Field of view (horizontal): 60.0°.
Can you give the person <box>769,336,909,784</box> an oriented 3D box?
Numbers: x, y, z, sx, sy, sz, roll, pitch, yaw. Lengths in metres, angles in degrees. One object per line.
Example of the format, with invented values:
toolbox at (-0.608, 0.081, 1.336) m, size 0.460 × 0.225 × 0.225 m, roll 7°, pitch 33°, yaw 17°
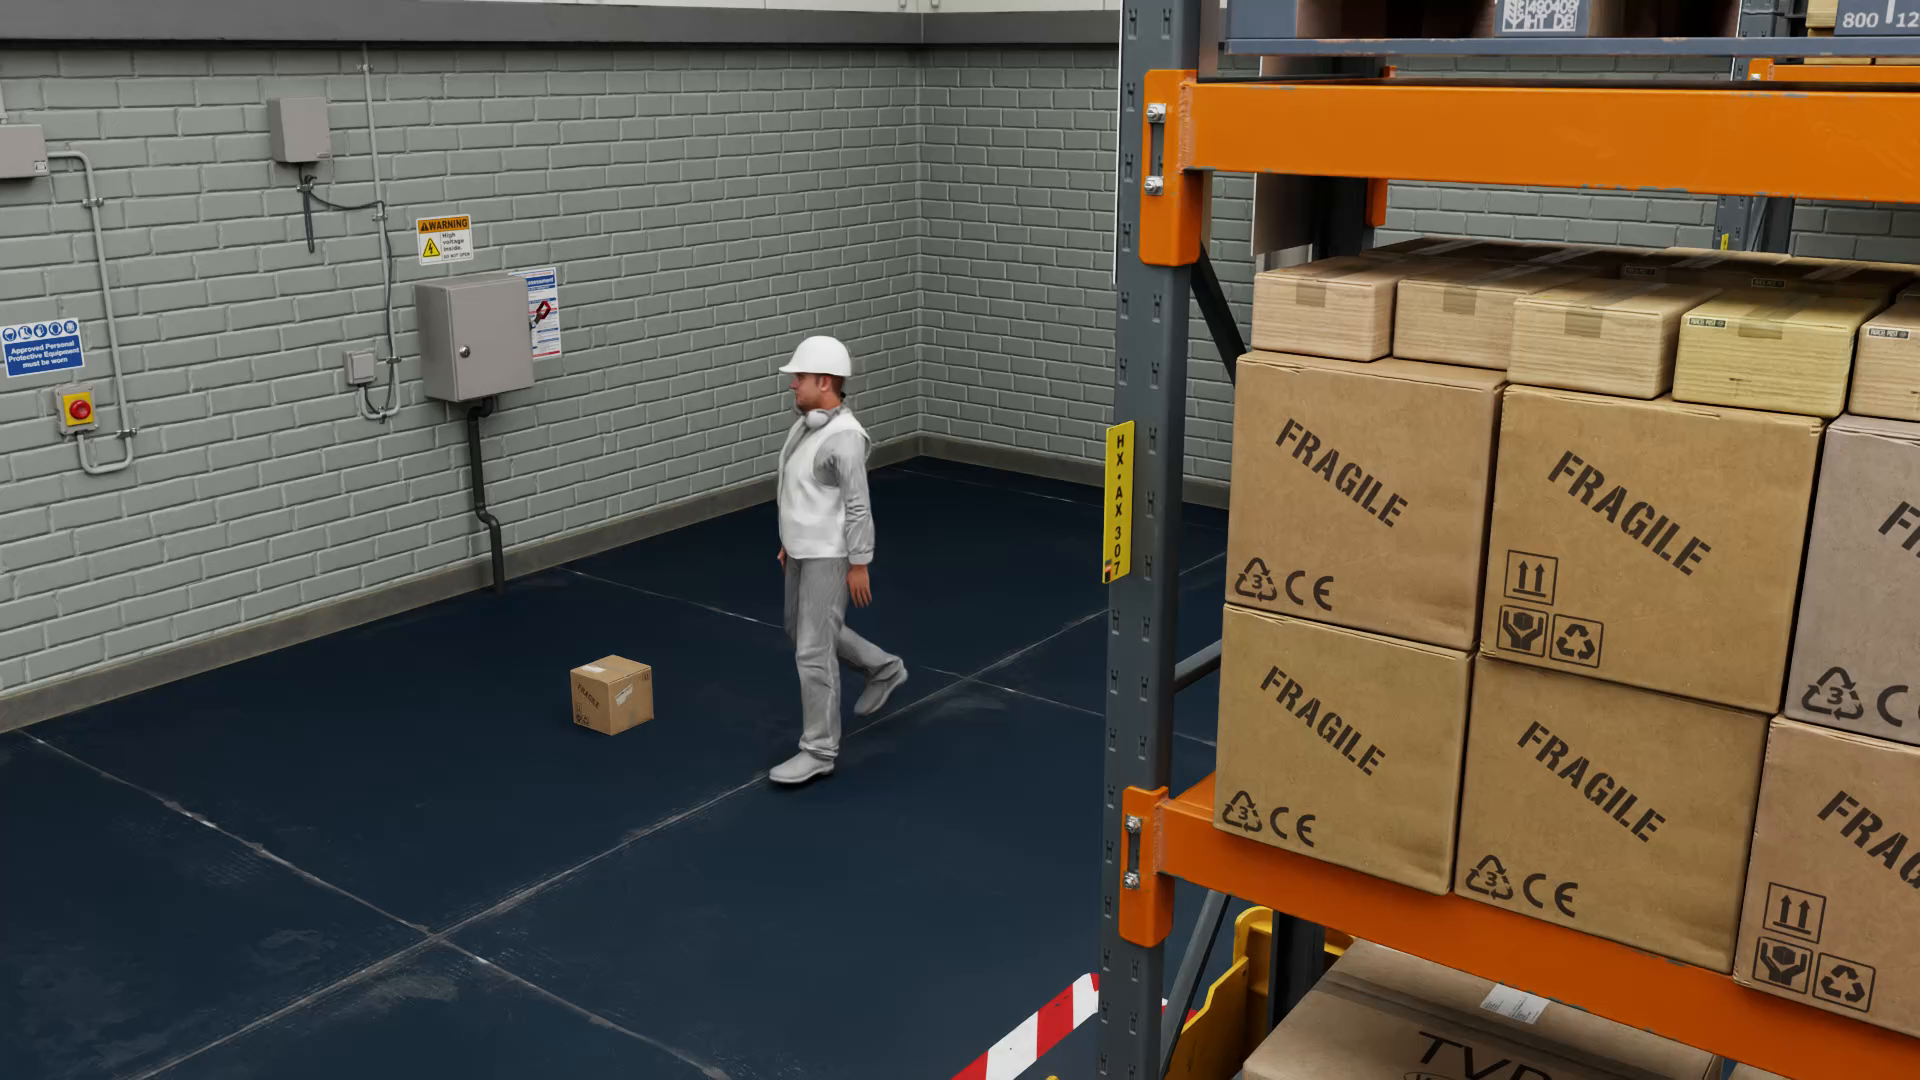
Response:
person at (-0.512, 0.044, 6.805) m, size 0.715 × 1.759 × 0.619 m, roll -5°, pitch 17°, yaw -18°
